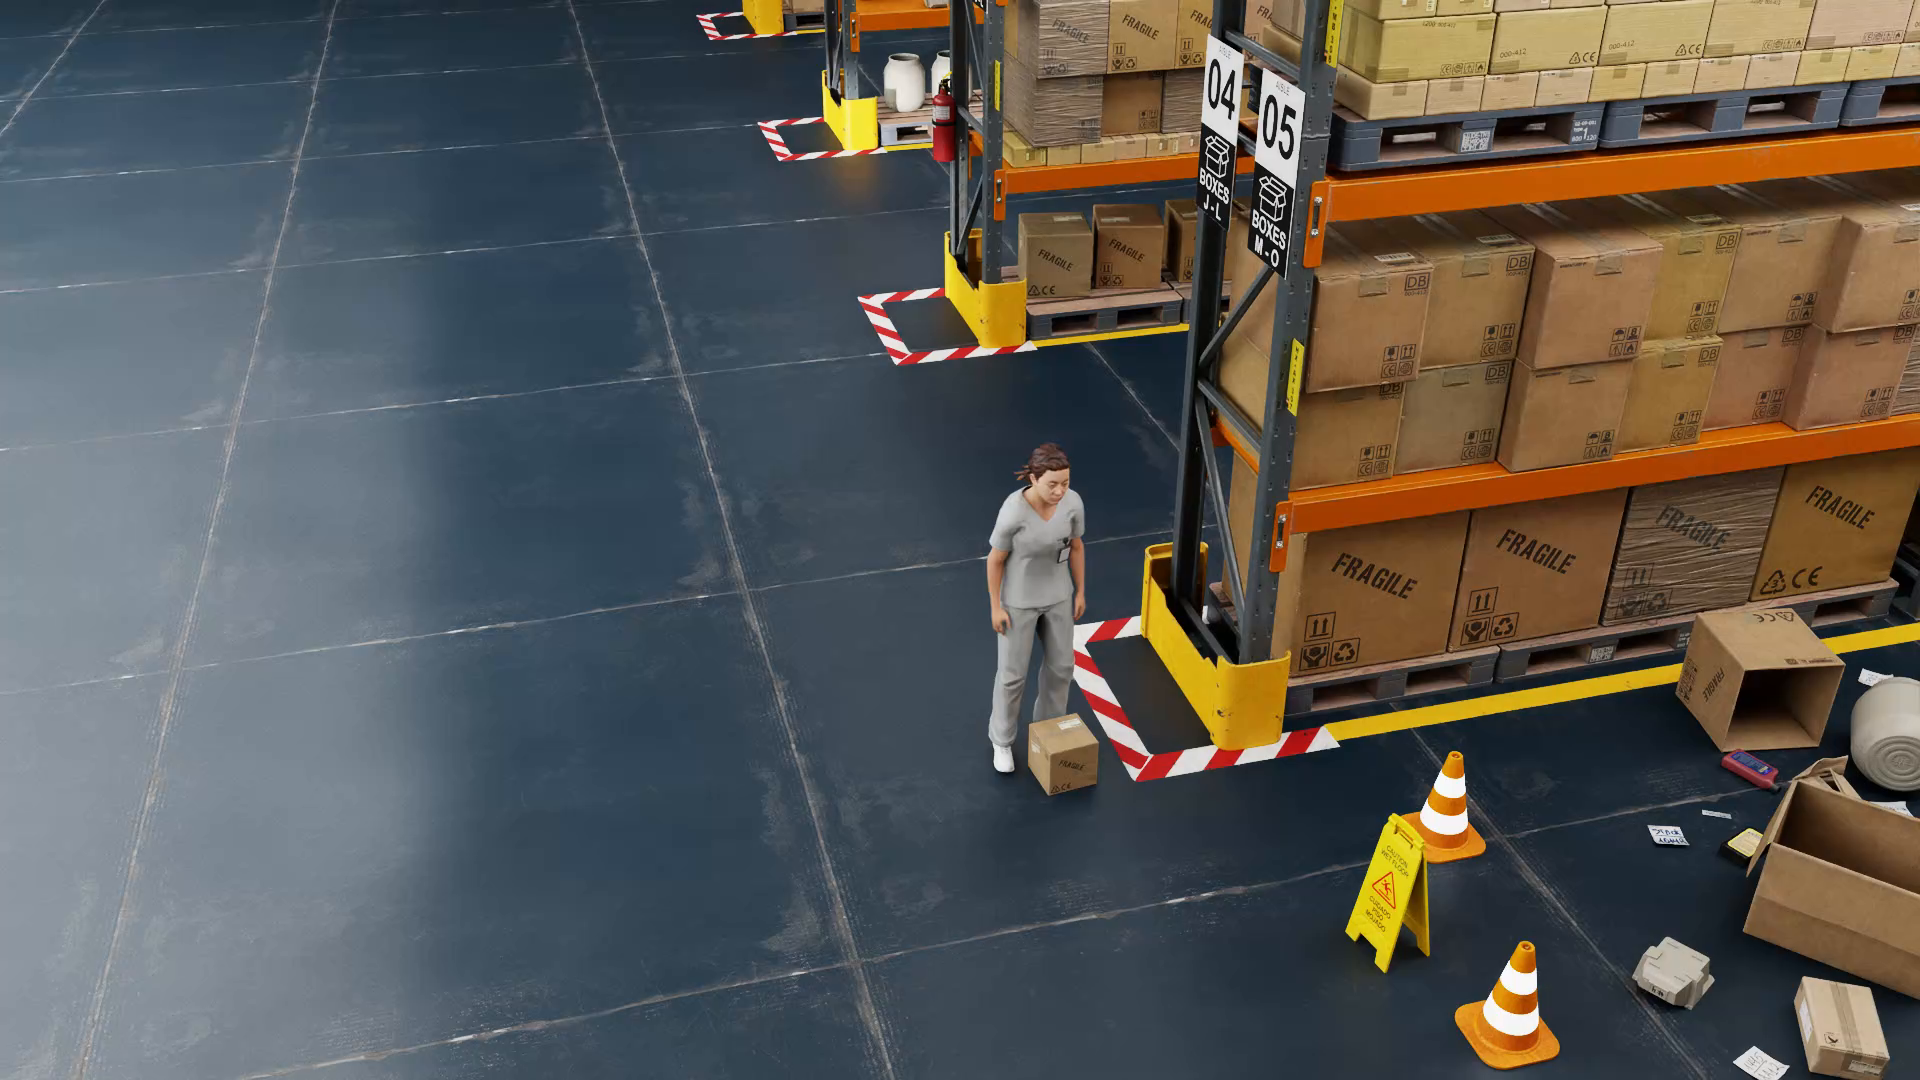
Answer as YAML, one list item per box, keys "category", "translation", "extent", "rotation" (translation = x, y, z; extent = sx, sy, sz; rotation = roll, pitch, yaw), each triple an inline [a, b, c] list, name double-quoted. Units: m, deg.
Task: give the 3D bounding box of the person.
- category: "person"
  translation: [0.360, 0.289, 7.742]
  extent: [0.489, 1.672, 0.359]
  rotation: [-11, 32, -18]
